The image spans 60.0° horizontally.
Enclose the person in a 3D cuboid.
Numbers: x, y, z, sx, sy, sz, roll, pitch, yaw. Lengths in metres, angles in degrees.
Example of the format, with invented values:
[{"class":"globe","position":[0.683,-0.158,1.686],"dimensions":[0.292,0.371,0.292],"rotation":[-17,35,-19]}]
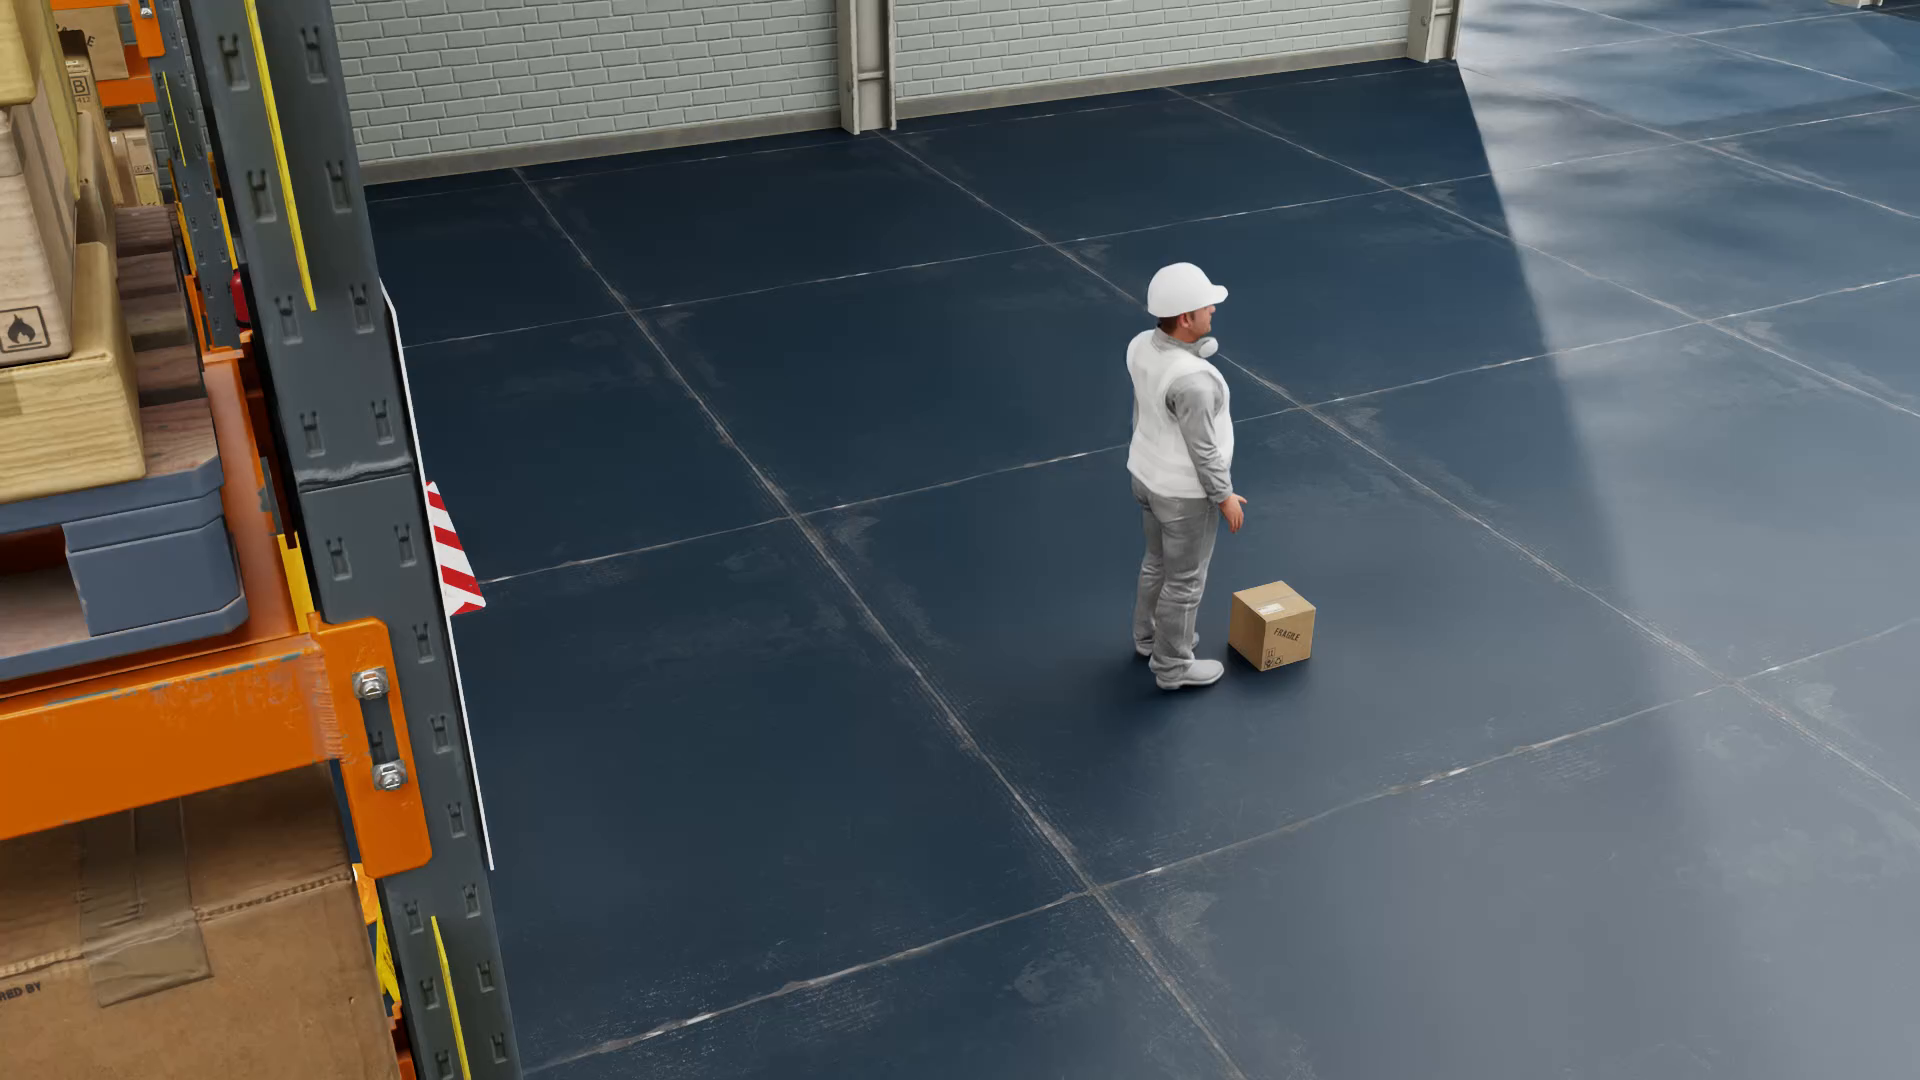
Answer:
[{"class":"person","position":[0.881,-0.229,6.465],"dimensions":[0.427,1.788,0.553],"rotation":[-10,31,-17]}]
